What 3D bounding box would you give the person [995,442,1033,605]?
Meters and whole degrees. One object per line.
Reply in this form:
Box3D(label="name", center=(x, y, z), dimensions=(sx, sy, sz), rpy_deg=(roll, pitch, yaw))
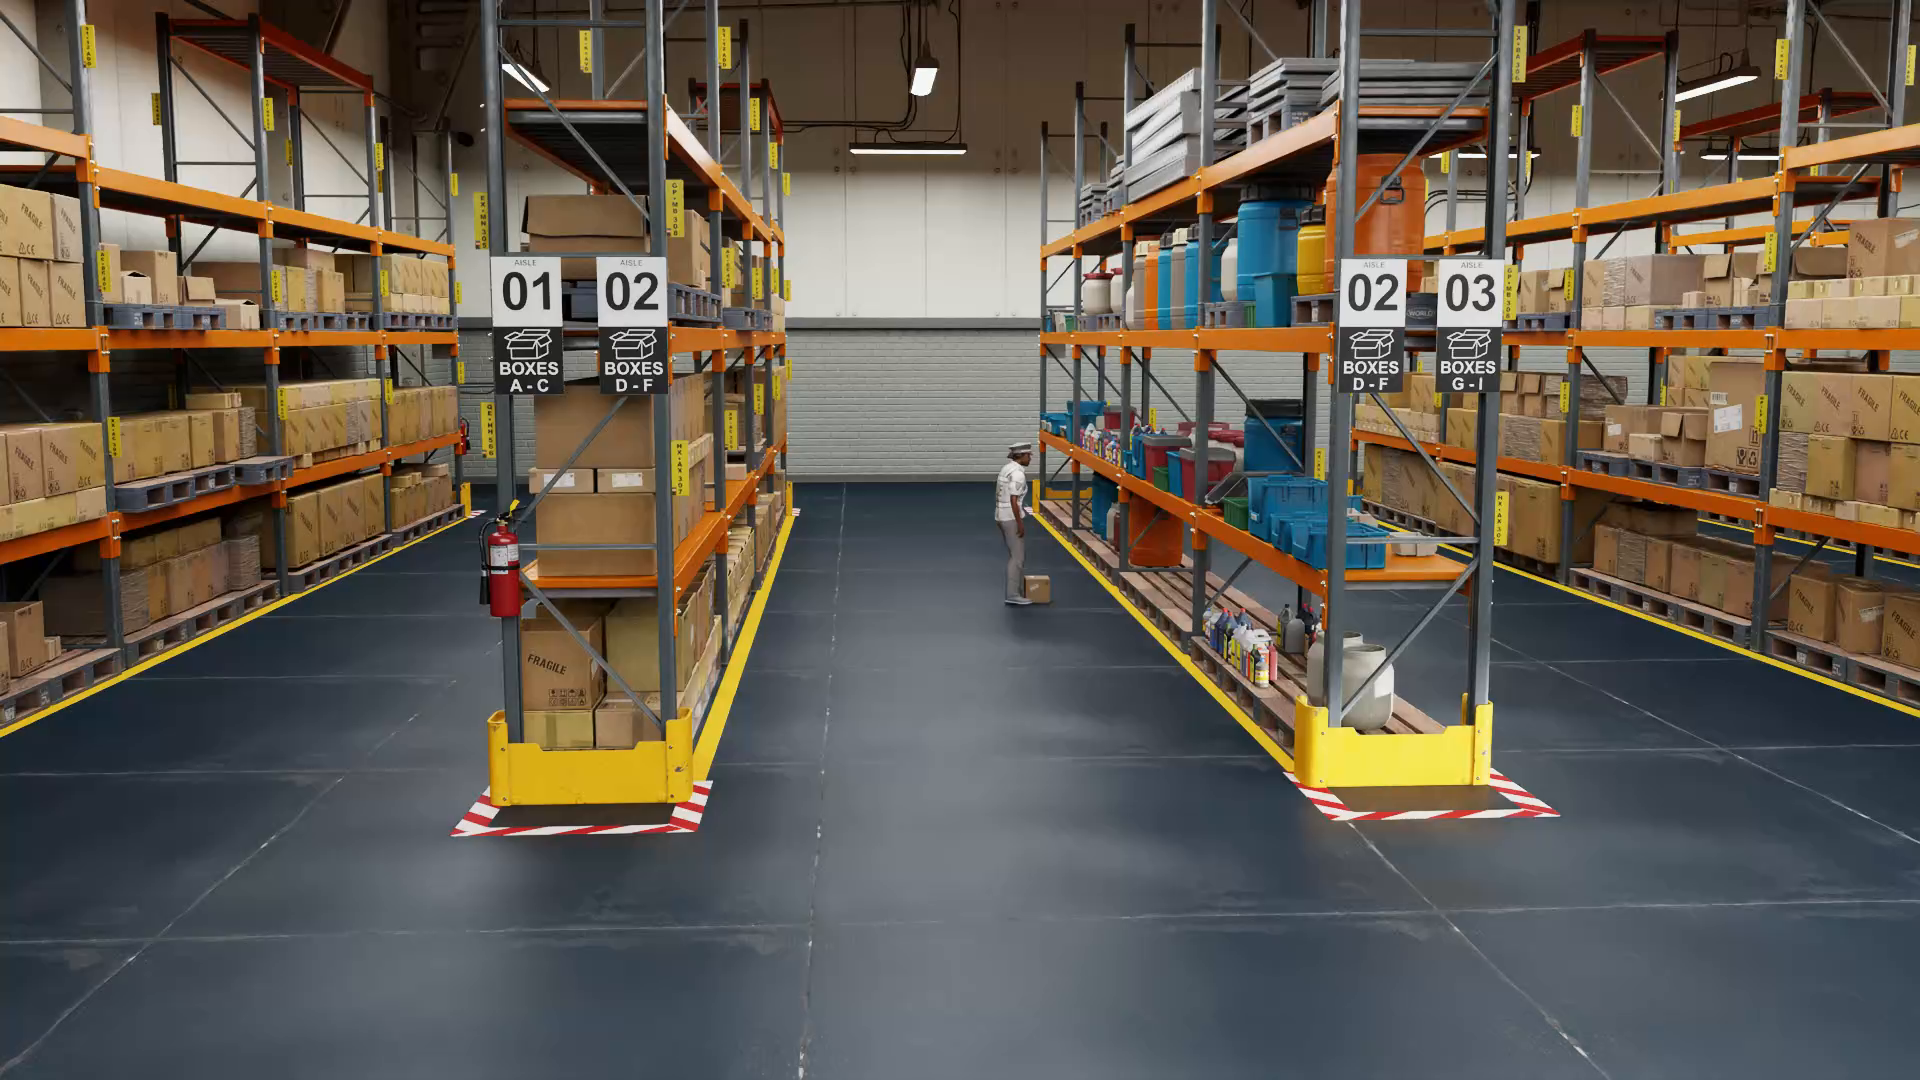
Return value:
Box3D(label="person", center=(0.583, -0.184, 17.249), dimensions=(0.426, 1.661, 0.531), rpy_deg=(-1, 7, -7))
